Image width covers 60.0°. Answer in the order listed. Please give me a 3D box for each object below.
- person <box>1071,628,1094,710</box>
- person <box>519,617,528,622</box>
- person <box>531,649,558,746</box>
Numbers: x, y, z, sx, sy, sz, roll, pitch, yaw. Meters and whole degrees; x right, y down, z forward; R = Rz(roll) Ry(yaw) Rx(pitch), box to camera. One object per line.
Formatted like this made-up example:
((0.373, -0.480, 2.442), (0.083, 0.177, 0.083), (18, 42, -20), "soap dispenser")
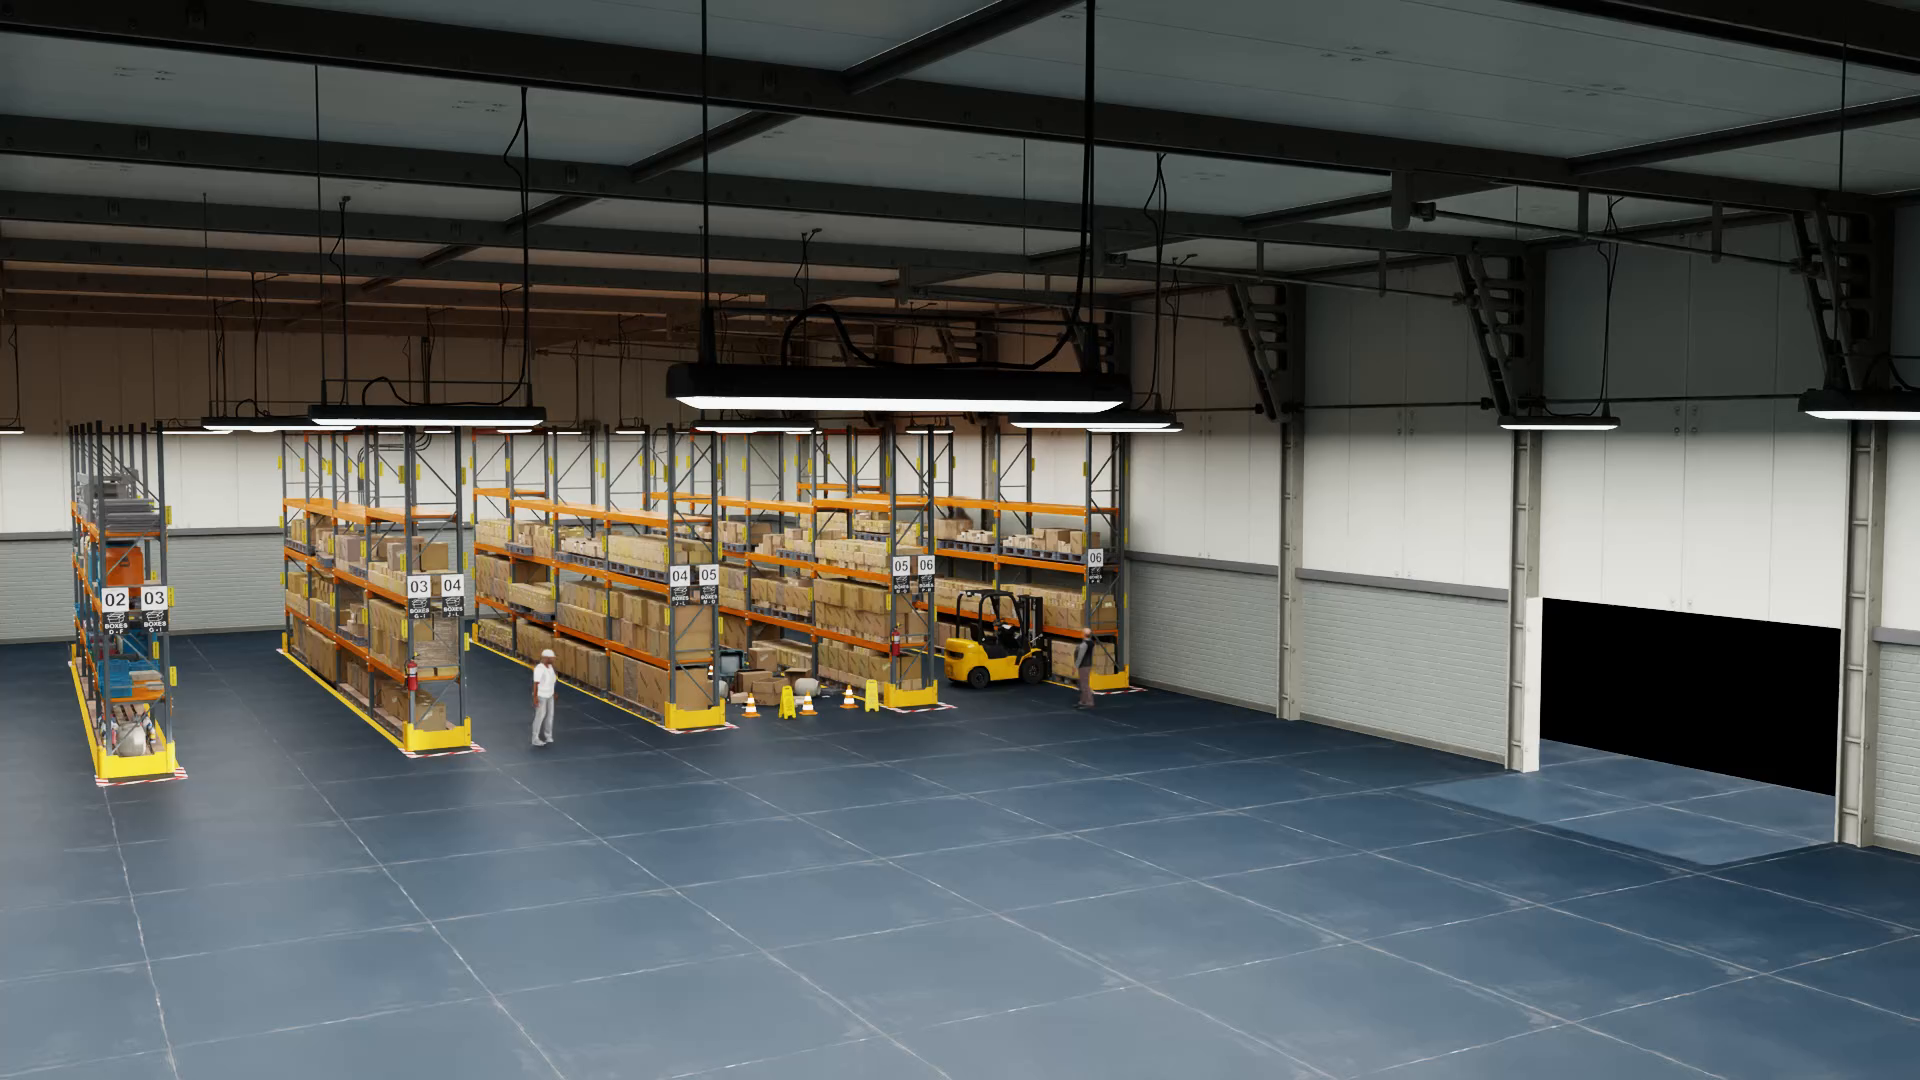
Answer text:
((2.573, 2.707, 34.965), (0.482, 1.729, 0.586), (0, 4, 2), "person")
((-13.069, 1.773, 50.003), (0.611, 1.684, 0.965), (-2, 4, -24), "person")
((-7.754, 2.919, 31.039), (0.408, 1.775, 0.656), (1, 4, 17), "person")
